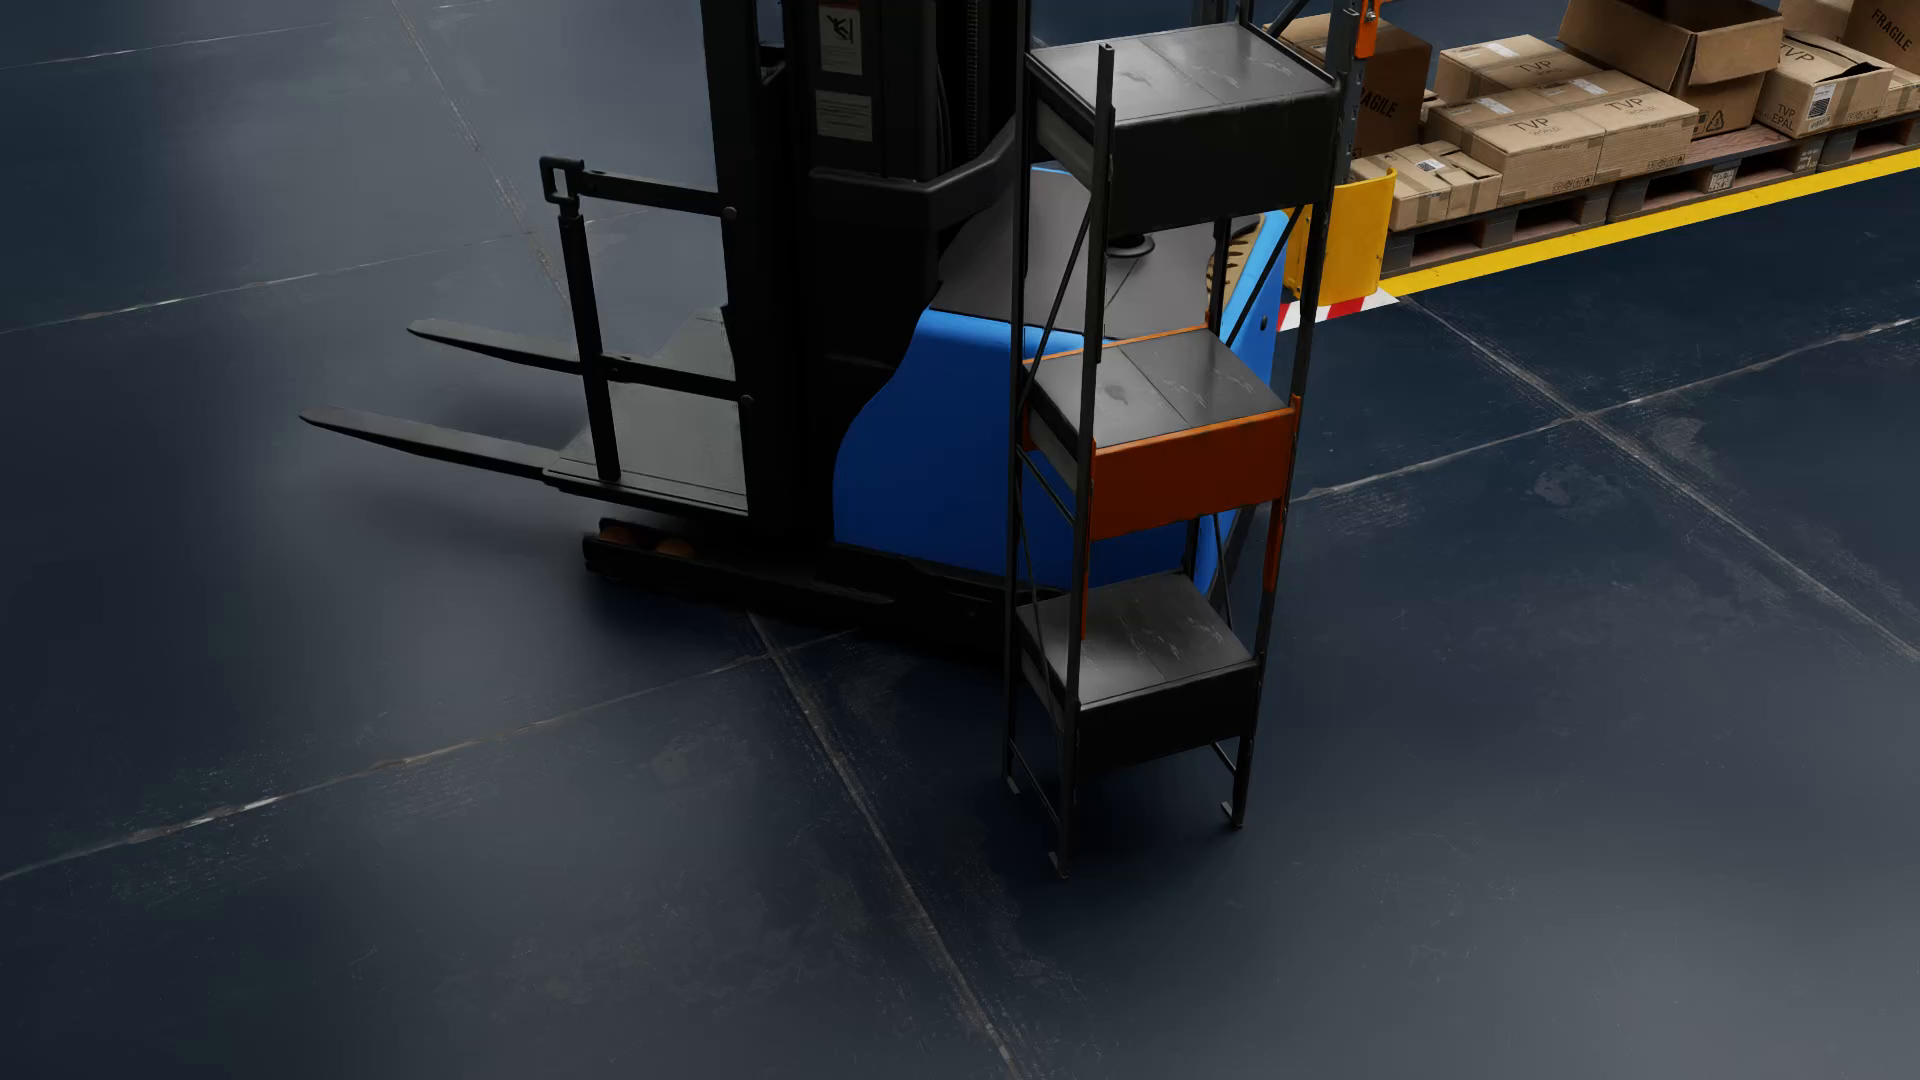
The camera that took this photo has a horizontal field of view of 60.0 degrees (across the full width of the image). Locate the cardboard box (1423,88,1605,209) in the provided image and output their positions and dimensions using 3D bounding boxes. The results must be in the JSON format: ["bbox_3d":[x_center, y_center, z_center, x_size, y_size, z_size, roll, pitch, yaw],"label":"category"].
[{"bbox_3d":[2.270,-1.622,6.858,0.500,0.250,0.500,-16,39,-20],"label":"cardboard box"}]

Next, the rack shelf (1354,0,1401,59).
[{"bbox_3d":[3.015,-2.656,6.917,4.000,0.370,1.077,-16,39,-20],"label":"rack shelf"}]

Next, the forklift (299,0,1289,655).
[{"bbox_3d":[-0.619,-1.299,4.541,3.031,2.935,1.130,12,38,15],"label":"forklift"}]

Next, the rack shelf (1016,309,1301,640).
[{"bbox_3d":[0.417,-0.154,3.718,0.480,0.518,0.431,-13,38,-17],"label":"rack shelf"}]

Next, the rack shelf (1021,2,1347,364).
[{"bbox_3d":[0.417,-0.716,3.301,0.480,0.518,0.431,-13,38,-17],"label":"rack shelf"}]

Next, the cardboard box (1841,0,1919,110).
[{"bbox_3d":[4.430,-2.327,7.598,0.500,0.500,0.500,-16,39,-20],"label":"cardboard box"}]

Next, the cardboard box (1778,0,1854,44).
[{"bbox_3d":[4.353,-2.559,8.069,0.500,0.311,0.500,-16,39,-20],"label":"cardboard box"}]

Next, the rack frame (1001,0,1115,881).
[{"bbox_3d":[0.189,-0.113,3.639,0.015,2.100,0.400,-13,38,-17],"label":"rack frame"}]

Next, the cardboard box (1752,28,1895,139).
[{"bbox_3d":[3.751,-2.061,7.399,0.500,0.311,0.500,-16,39,-20],"label":"cardboard box"}]

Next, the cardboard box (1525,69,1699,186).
[{"bbox_3d":[2.722,-1.749,7.029,0.500,0.250,0.500,-16,39,-20],"label":"cardboard box"}]

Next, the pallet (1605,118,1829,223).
[{"bbox_3d":[3.097,-1.847,7.563,1.213,0.211,1.003,-16,39,-20],"label":"pallet"}]

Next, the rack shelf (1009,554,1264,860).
[{"bbox_3d":[0.417,0.409,4.135,0.480,0.518,0.431,-13,38,-17],"label":"rack shelf"}]

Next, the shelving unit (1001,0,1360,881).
[{"bbox_3d":[0.417,-0.165,3.709,0.503,2.100,0.431,-13,38,-17],"label":"shelving unit"}]

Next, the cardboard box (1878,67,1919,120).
[{"bbox_3d":[4.116,-2.059,7.531,0.250,0.149,0.380,-16,39,-20],"label":"cardboard box"}]

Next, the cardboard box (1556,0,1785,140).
[{"bbox_3d":[3.127,-2.147,7.353,0.637,0.503,0.797,-16,39,-20],"label":"cardboard box"}]

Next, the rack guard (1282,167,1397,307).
[{"bbox_3d":[1.273,-1.454,6.791,0.348,0.500,1.175,-16,39,-20],"label":"rack guard"}]

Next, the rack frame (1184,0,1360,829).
[{"bbox_3d":[0.644,-0.217,3.780,0.015,2.100,0.400,-13,38,-17],"label":"rack frame"}]

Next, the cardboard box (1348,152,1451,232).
[{"bbox_3d":[1.729,-1.391,6.632,0.250,0.149,0.380,-16,39,-20],"label":"cardboard box"}]

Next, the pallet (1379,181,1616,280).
[{"bbox_3d":[1.994,-1.540,7.150,1.213,0.211,1.003,-16,39,-20],"label":"pallet"}]

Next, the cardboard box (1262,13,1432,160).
[{"bbox_3d":[1.592,-1.882,6.999,0.500,0.500,0.500,-16,39,-20],"label":"cardboard box"}]

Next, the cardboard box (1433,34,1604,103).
[{"bbox_3d":[2.465,-2.006,7.375,0.500,0.250,0.500,-16,39,-20],"label":"cardboard box"}]

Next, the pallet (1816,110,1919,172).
[{"bbox_3d":[4.203,-2.158,7.983,1.213,0.211,1.003,-16,39,-20],"label":"pallet"}]

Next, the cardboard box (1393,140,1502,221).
[{"bbox_3d":[1.956,-1.462,6.712,0.250,0.166,0.380,-16,39,-20],"label":"cardboard box"}]

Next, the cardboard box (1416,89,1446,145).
[{"bbox_3d":[1.997,-1.802,7.171,0.250,0.166,0.380,-16,39,-20],"label":"cardboard box"}]

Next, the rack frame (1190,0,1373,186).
[{"bbox_3d":[1.204,-2.439,6.020,0.127,3.000,1.000,-16,39,-20],"label":"rack frame"}]
